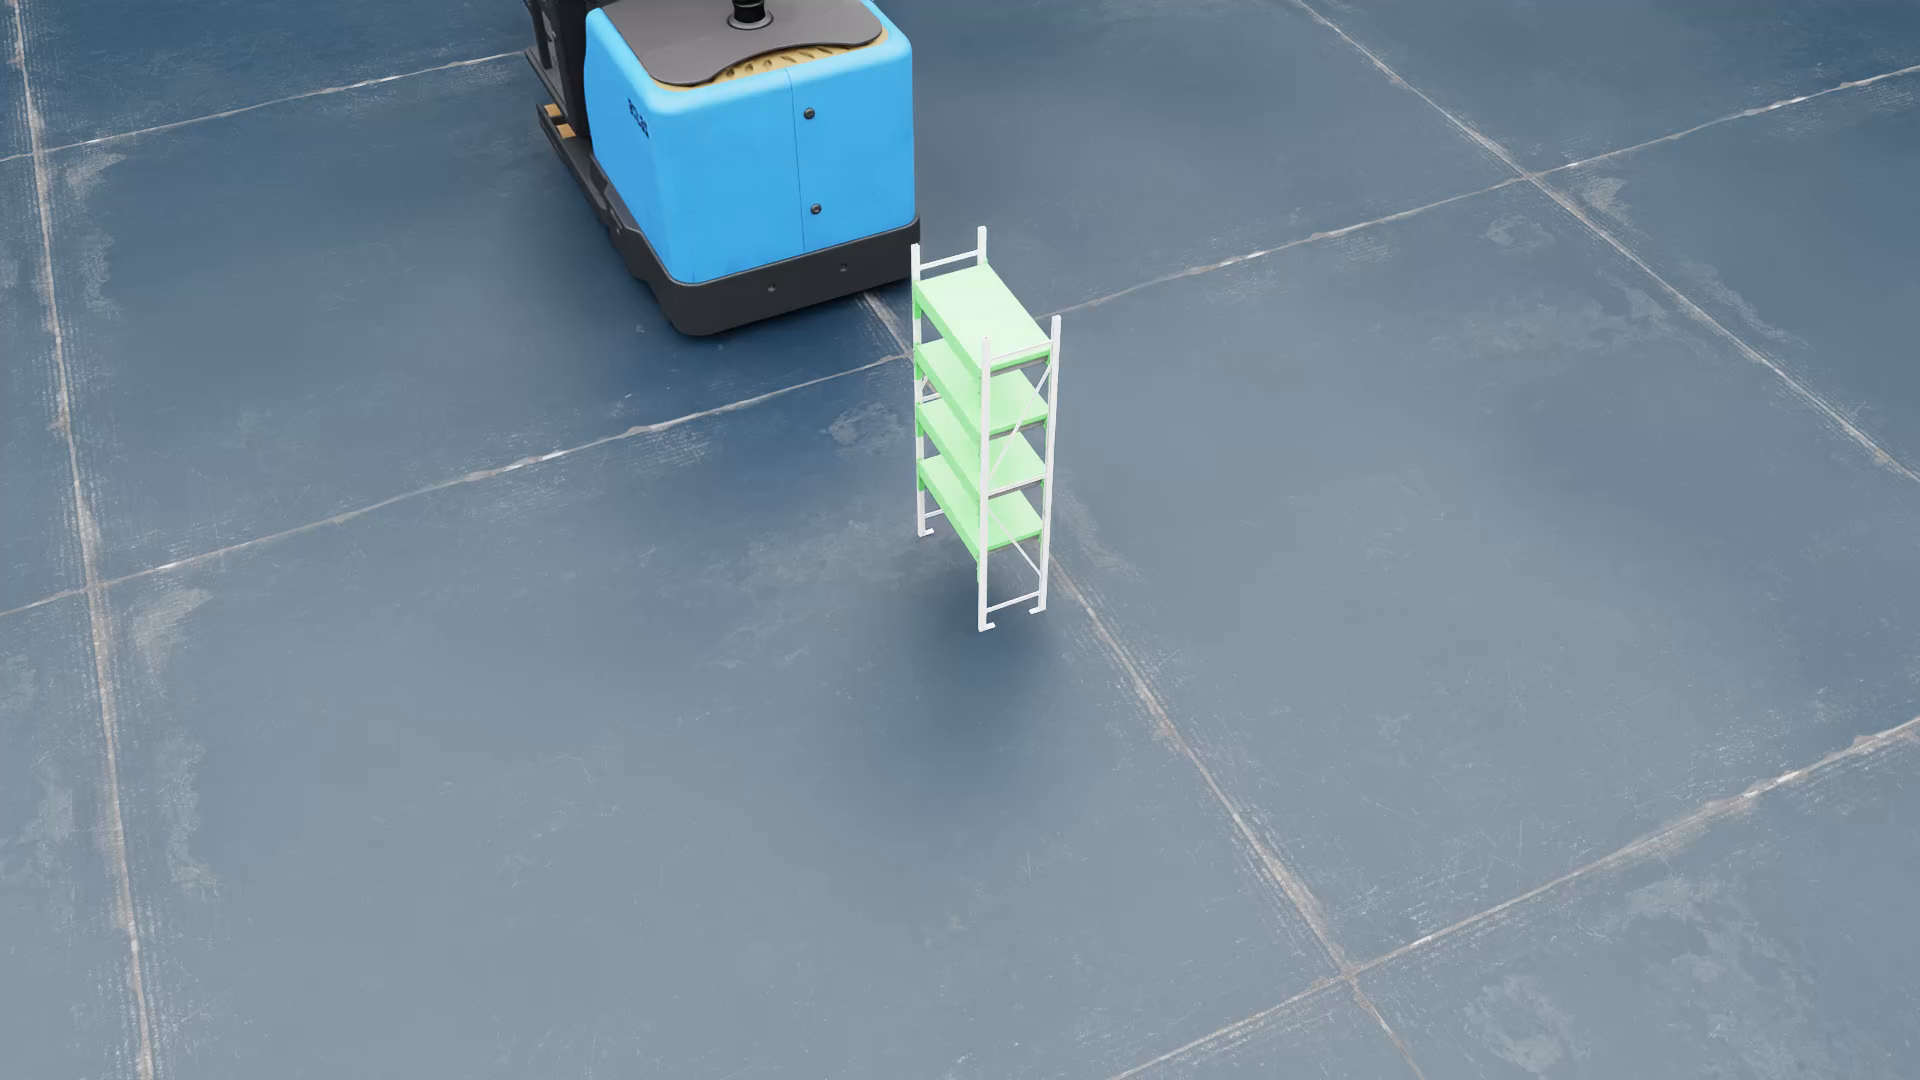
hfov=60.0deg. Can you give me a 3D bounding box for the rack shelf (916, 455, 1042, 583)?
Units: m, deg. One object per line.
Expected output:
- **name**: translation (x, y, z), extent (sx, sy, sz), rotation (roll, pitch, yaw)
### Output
- **rack shelf**: translation (0.070, -0.105, 5.435), extent (0.258, 0.148, 0.480), rotation (-18, 47, -17)

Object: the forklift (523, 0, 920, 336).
- **forklift**: translation (-1.269, -2.873, 6.575), extent (1.130, 2.935, 3.031), rotation (-19, 48, -18)

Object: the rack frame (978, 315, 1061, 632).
- **rack frame**: translation (0.172, -0.166, 5.064), extent (0.240, 1.200, 0.015), rotation (-18, 47, -17)

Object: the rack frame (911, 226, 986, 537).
- **rack frame**: translation (-0.033, -0.477, 5.379), extent (0.240, 1.200, 0.015), rotation (-18, 47, -17)

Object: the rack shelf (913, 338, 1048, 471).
- **rack shelf**: translation (0.070, -0.447, 5.098), extent (0.258, 0.148, 0.480), rotation (-18, 47, -17)

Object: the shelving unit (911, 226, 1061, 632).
- **shelving unit**: translation (0.070, -0.322, 5.222), extent (0.258, 1.200, 0.503), rotation (-18, 47, -17)

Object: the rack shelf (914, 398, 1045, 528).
- **rack shelf**: translation (0.070, -0.276, 5.267), extent (0.258, 0.148, 0.480), rotation (-18, 47, -17)

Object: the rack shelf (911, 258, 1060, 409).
- **rack shelf**: translation (0.070, -0.618, 4.929), extent (0.258, 0.148, 0.480), rotation (-18, 47, -17)
